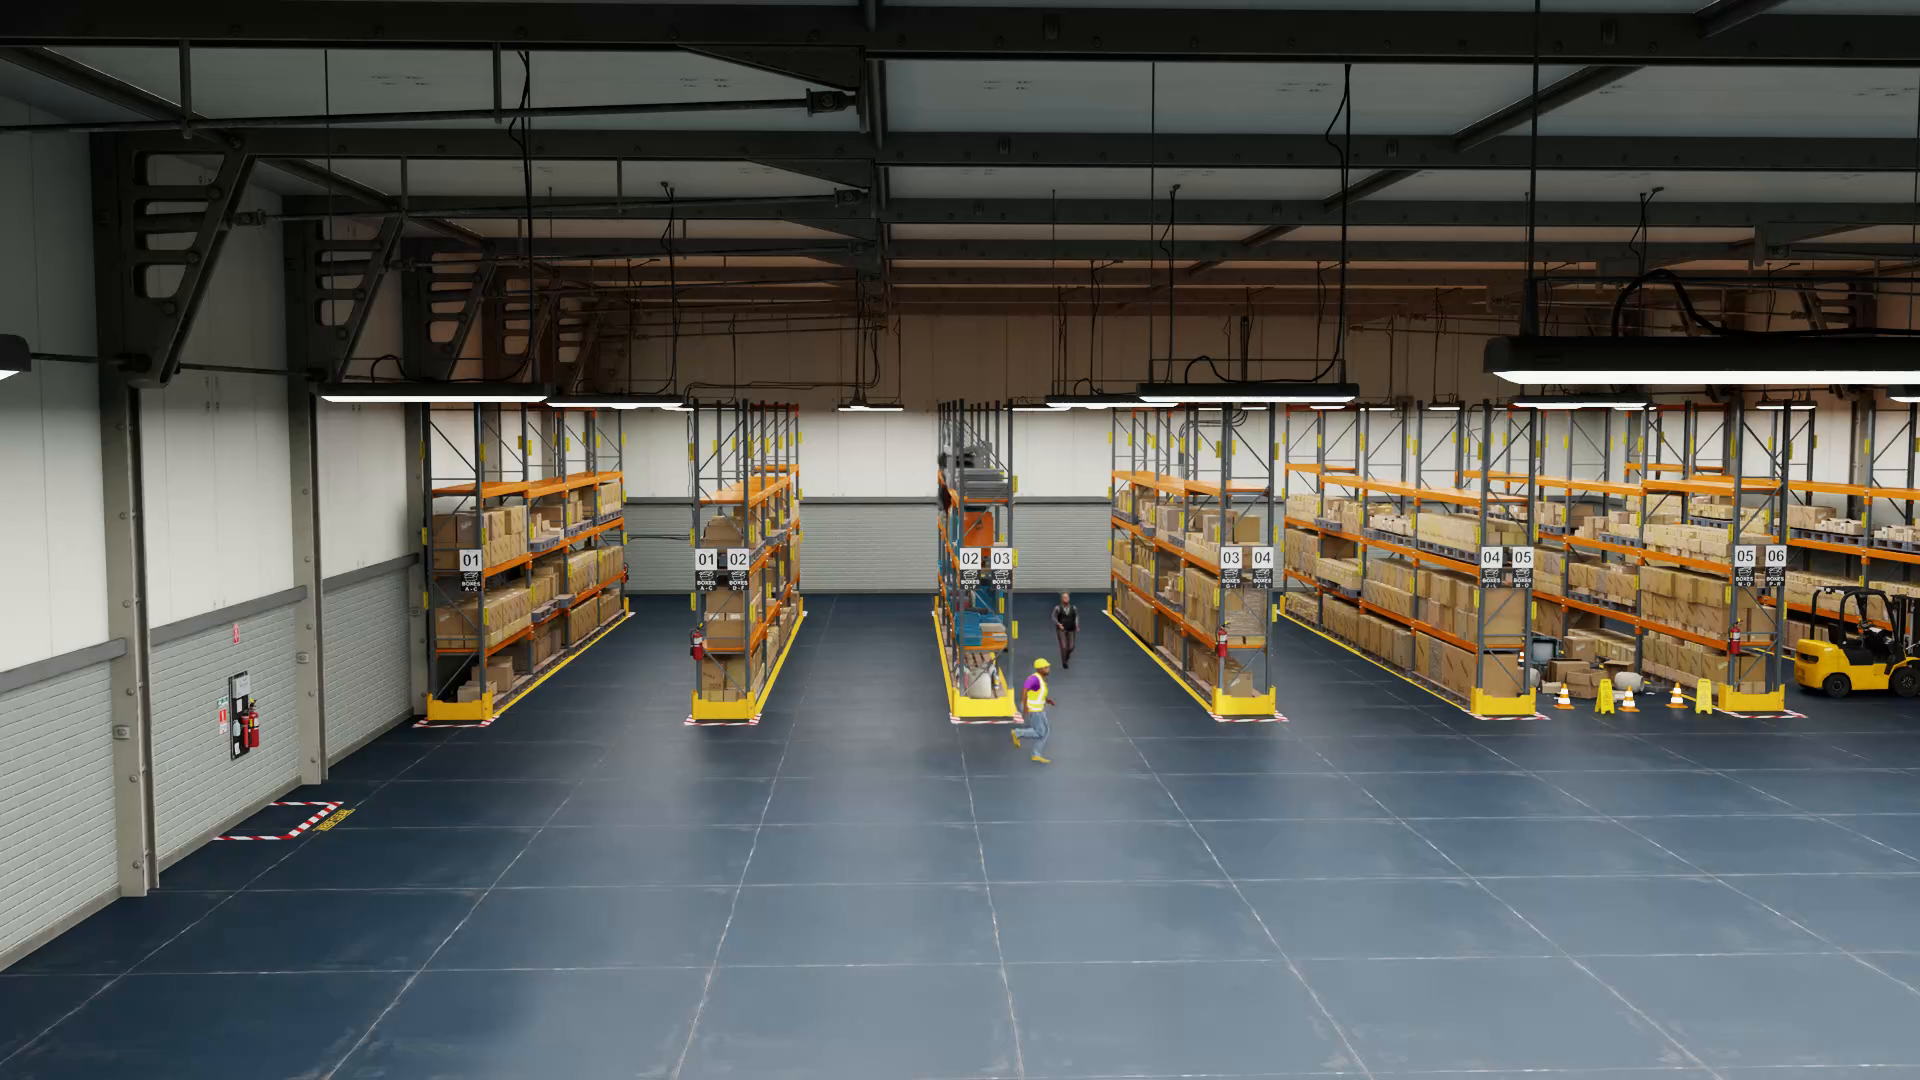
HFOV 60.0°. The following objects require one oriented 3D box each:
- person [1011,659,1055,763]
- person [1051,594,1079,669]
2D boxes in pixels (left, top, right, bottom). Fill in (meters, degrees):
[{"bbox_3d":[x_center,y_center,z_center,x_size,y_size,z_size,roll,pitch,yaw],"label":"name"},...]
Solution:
[{"bbox_3d":[1.201,2.806,27.401,0.703,1.718,0.739,2,5,20],"label":"person"},{"bbox_3d":[2.383,2.047,37.513,0.661,1.680,0.581,-1,4,-9],"label":"person"}]
